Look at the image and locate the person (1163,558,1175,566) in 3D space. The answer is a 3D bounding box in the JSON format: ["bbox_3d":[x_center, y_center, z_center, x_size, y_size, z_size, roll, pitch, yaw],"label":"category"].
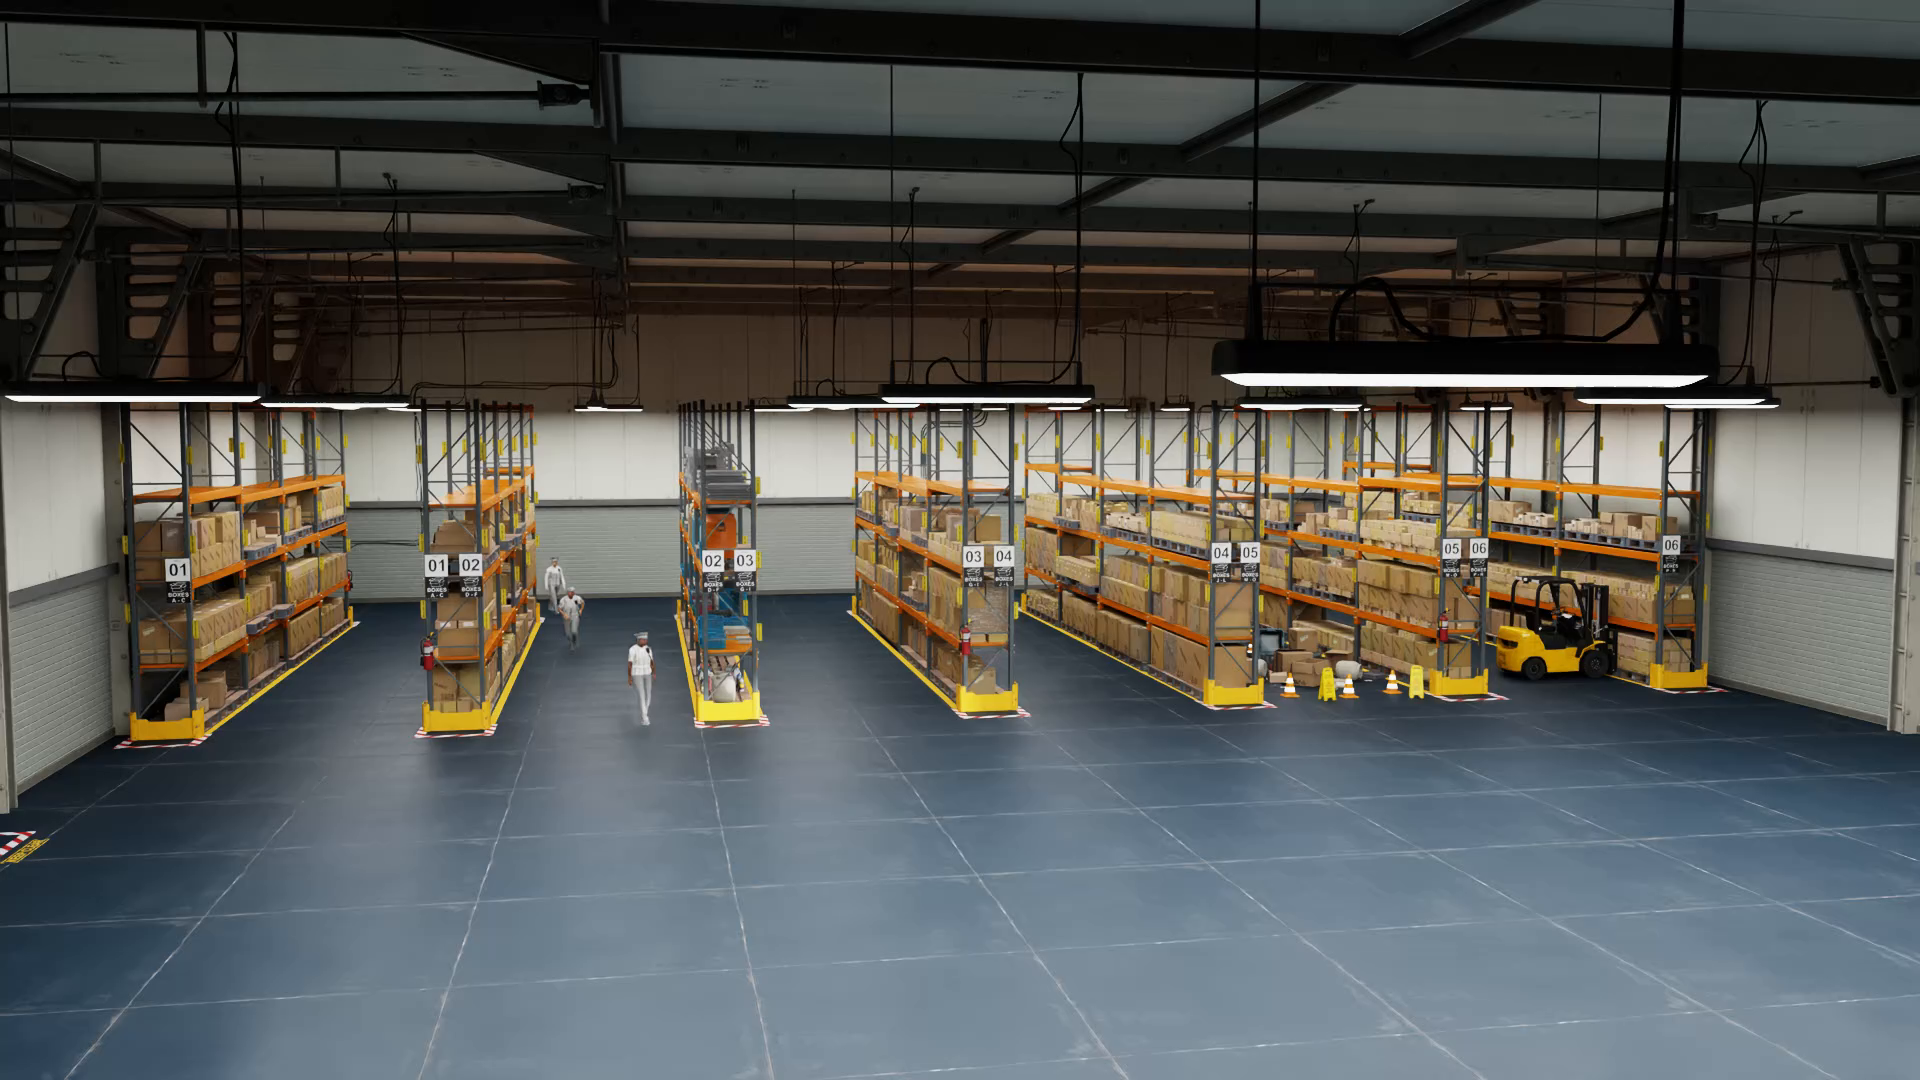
[{"bbox_3d":[5.921,1.288,47.782,0.745,1.665,0.702,0,4,-2],"label":"person"}]

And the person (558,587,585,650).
[{"bbox_3d":[-9.404,1.899,40.265,0.574,1.579,0.751,0,4,-1],"label":"person"}]

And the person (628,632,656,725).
[{"bbox_3d":[-5.867,2.565,31.019,0.469,1.670,0.710,-3,5,-38],"label":"person"}]

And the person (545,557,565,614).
[{"bbox_3d":[-11.644,1.282,47.758,0.497,1.605,1.072,-4,6,-40],"label":"person"}]
